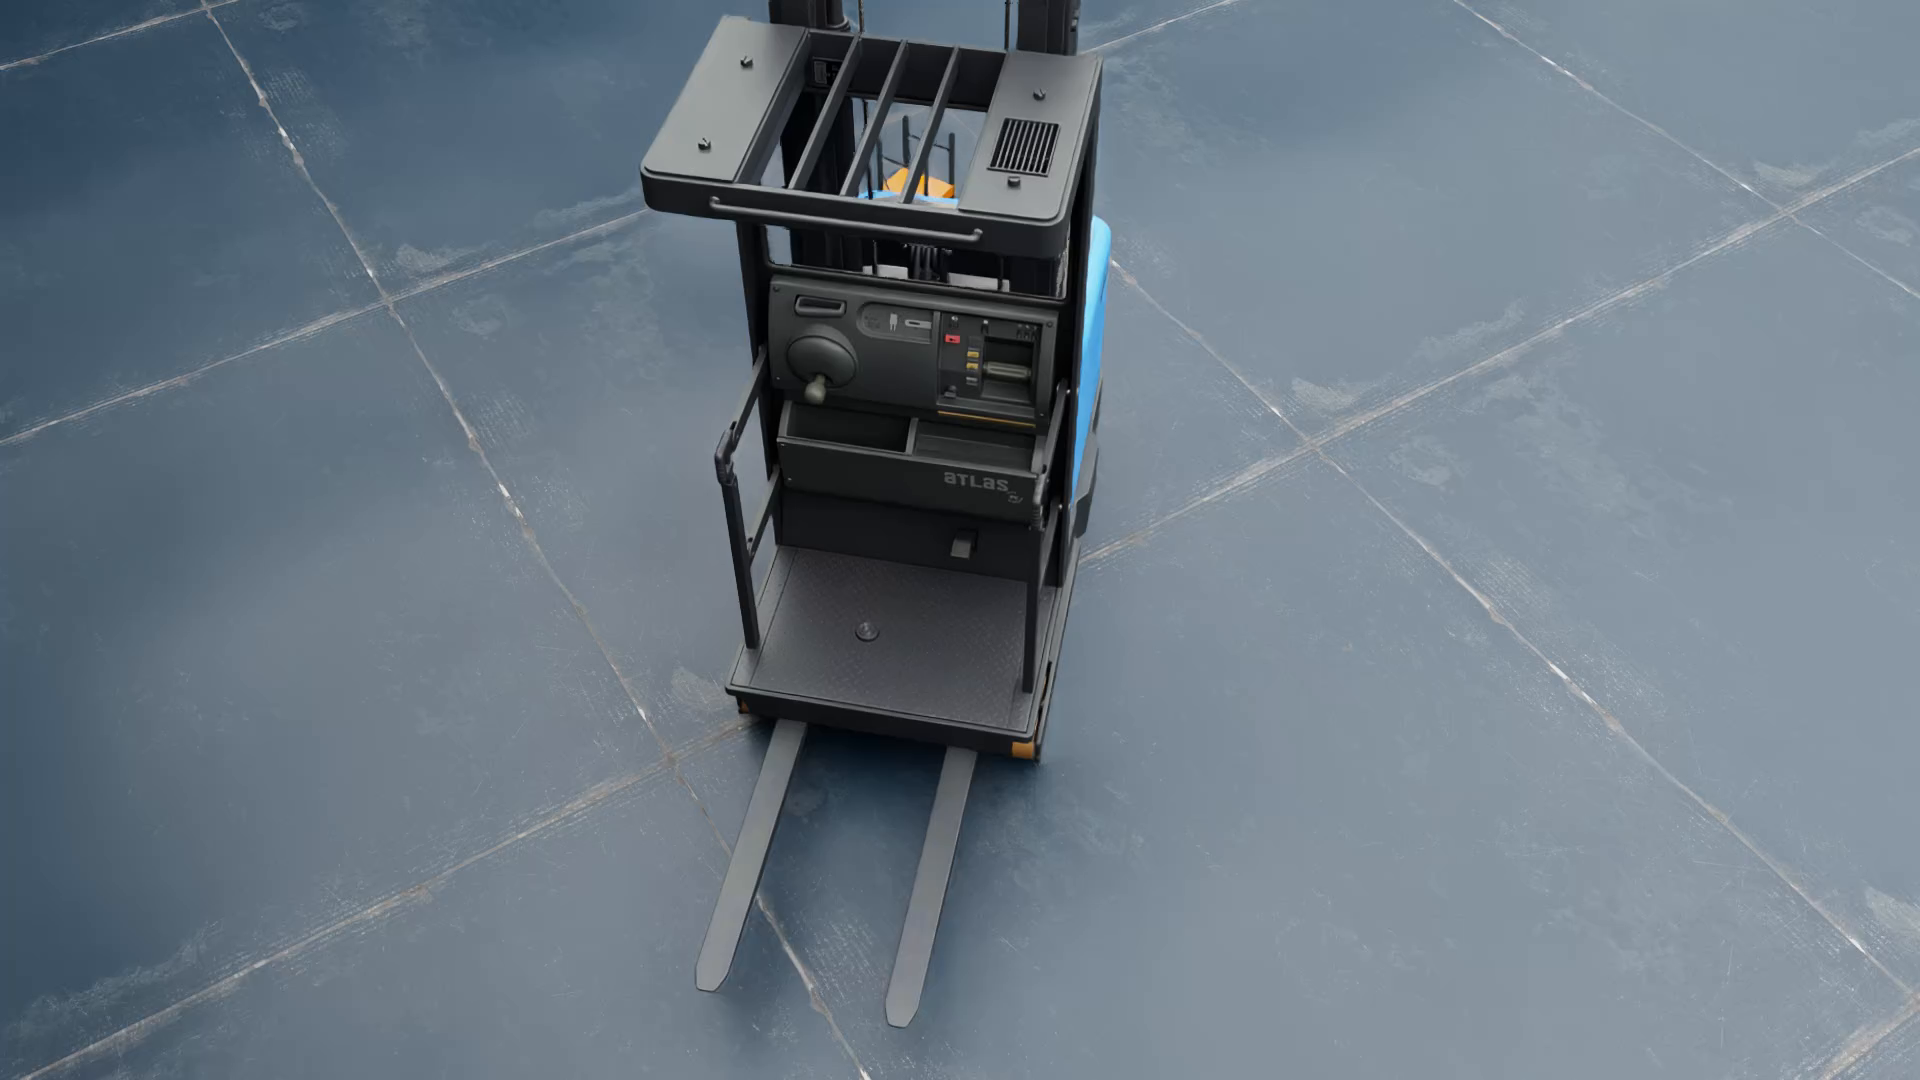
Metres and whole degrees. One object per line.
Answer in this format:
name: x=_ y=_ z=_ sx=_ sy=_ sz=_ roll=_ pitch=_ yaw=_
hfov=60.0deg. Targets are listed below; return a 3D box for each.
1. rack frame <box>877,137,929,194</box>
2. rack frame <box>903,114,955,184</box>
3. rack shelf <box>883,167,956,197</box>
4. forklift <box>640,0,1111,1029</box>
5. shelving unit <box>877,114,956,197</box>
rack frame: x=-0.225 y=-1.122 z=6.889 sx=0.240 sy=1.200 sz=0.006 roll=25 pitch=53 yaw=21
rack frame: x=-0.127 y=-1.236 z=6.992 sx=0.240 sy=1.200 sz=0.006 roll=25 pitch=53 yaw=21
rack shelf: x=-0.174 y=-1.390 z=6.706 sx=0.258 sy=0.103 sz=0.180 roll=25 pitch=53 yaw=21
forklift: x=-0.197 y=-0.494 z=5.173 sx=1.130 sy=2.935 sz=3.031 roll=8 pitch=49 yaw=7
shelving unit: x=-0.176 y=-1.179 z=6.941 sx=0.258 sy=1.200 sz=0.189 roll=25 pitch=53 yaw=21
